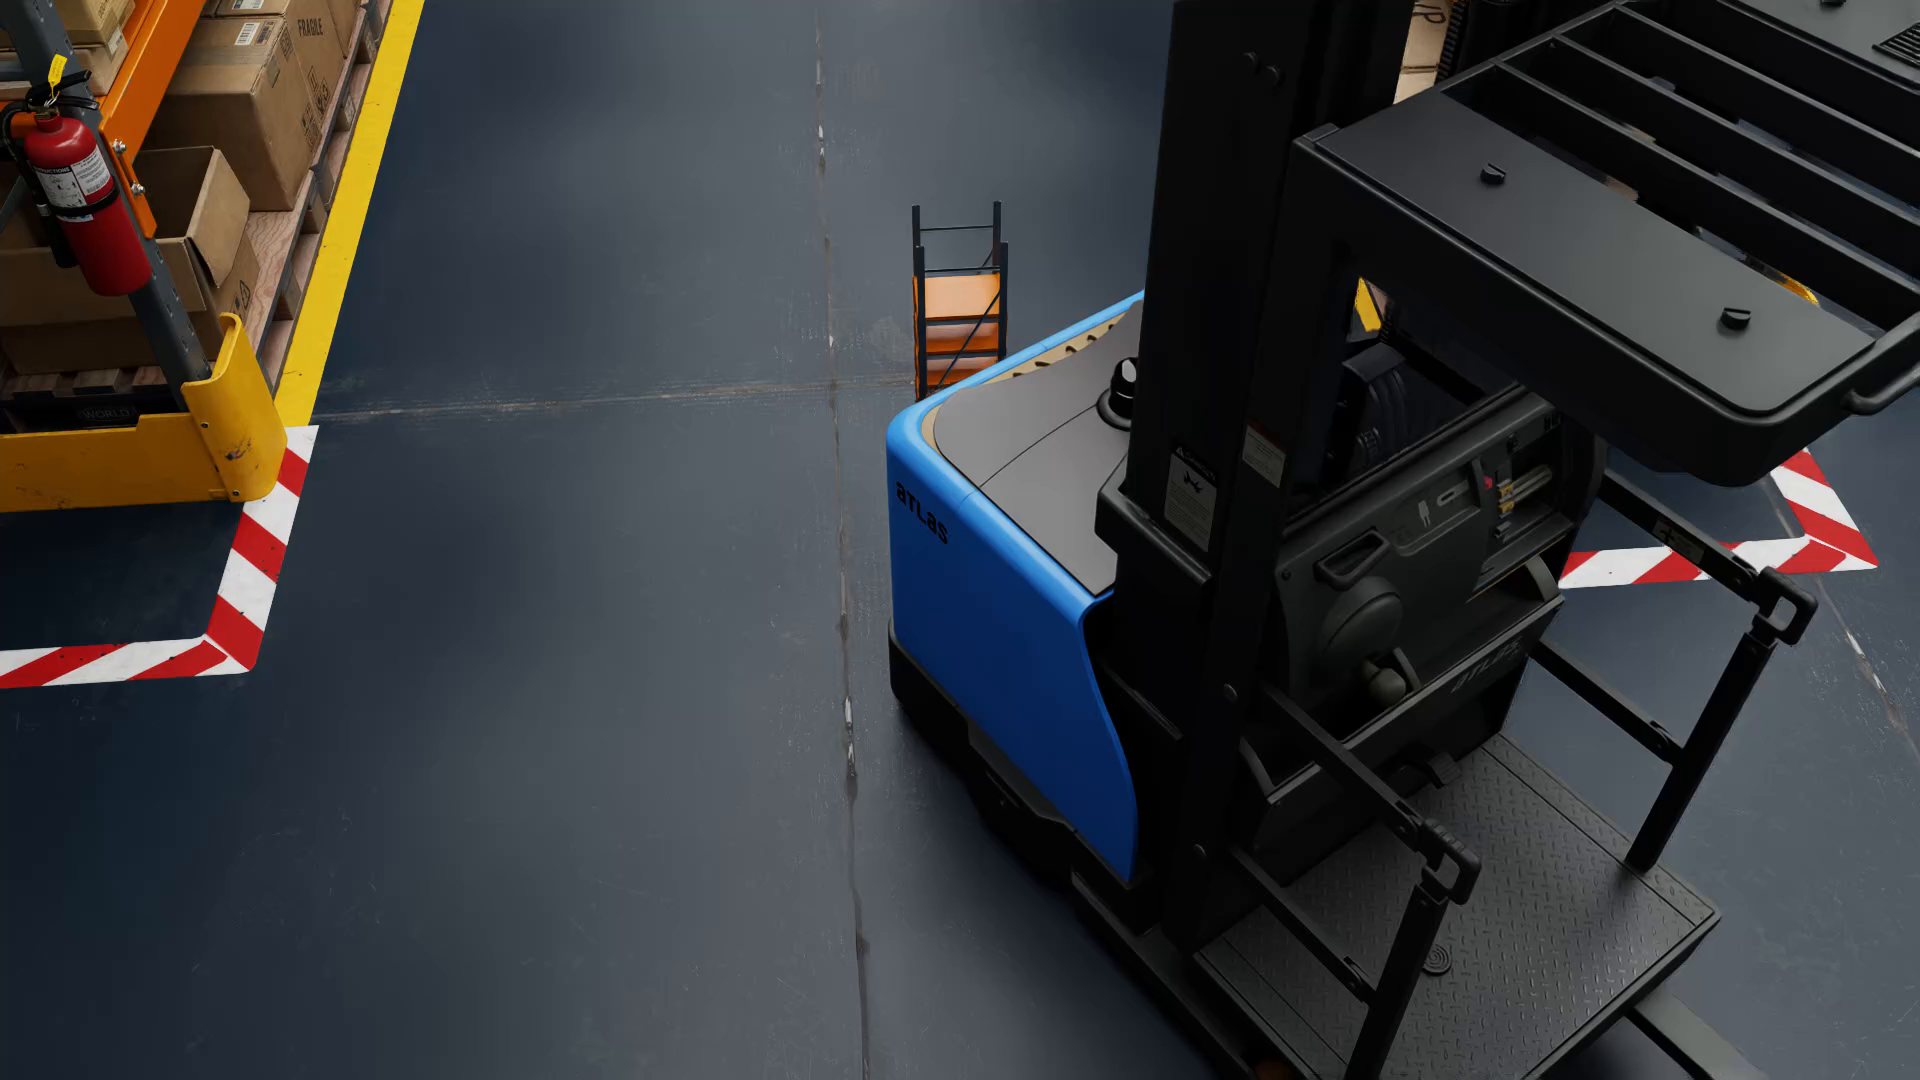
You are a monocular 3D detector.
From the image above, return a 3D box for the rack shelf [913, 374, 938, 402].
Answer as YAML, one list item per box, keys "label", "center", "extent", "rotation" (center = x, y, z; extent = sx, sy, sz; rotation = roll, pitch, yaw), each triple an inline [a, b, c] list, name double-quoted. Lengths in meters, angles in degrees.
- label: "rack shelf"
  center: [-0.001, -0.392, 4.857]
  extent: [0.258, 0.103, 0.180]
  rotation: [-3, 47, -3]

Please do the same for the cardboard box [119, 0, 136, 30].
- label: "cardboard box"
  center: [-2.639, -1.543, 4.819]
  extent: [0.380, 0.149, 0.250]
  rotation: [-2, 47, -2]

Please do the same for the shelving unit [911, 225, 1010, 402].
- label: "shelving unit"
  center: [-0.001, -0.424, 4.825]
  extent: [0.258, 1.046, 0.183]
  rotation: [-3, 47, -3]

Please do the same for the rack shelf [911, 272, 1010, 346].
- label: "rack shelf"
  center: [-0.001, -0.640, 4.595]
  extent: [0.258, 0.103, 0.180]
  rotation: [-3, 47, -3]

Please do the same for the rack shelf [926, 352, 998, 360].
- label: "rack shelf"
  center: [-0.001, -0.571, 4.668]
  extent: [0.199, 0.020, 0.166]
  rotation: [-3, 47, -3]

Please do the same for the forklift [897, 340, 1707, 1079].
- label: "forklift"
  center: [14.940, -5.749, 4.497]
  extent: [29.450, 9.000, 11.285]
  rotation: [-29, 53, -24]

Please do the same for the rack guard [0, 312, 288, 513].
- label: "rack guard"
  center: [-2.824, -0.389, 5.274]
  extent: [1.175, 0.500, 0.348]
  rotation: [-3, 47, -3]

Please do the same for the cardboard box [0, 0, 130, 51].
- label: "cardboard box"
  center: [-2.587, -1.589, 4.588]
  extent: [0.500, 0.250, 0.500]
  rotation: [-3, 47, -3]

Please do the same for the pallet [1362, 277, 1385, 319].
- label: "pallet"
  center: [1.984, -1.113, 6.159]
  extent: [1.003, 0.211, 1.213]
  rotation: [-3, 47, -3]

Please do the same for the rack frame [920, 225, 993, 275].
- label: "rack frame"
  center: [-0.010, -0.489, 4.887]
  extent: [0.228, 1.046, 0.002]
  rotation: [-3, 47, -3]

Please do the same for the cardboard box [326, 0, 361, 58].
- label: "cardboard box"
  center: [-2.894, -2.299, 6.794]
  extent: [0.700, 0.500, 0.500]
  rotation: [-5, 47, -5]

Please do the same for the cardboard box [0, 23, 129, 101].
- label: "cardboard box"
  center: [-2.572, -1.362, 4.647]
  extent: [0.380, 0.149, 0.250]
  rotation: [-4, 47, -4]

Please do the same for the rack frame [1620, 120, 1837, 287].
- label: "rack frame"
  center: [2.128, -1.498, 4.603]
  extent: [1.000, 3.000, 0.127]
  rotation: [-3, 47, -3]

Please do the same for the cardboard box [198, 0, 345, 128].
- label: "cardboard box"
  center: [-2.752, -1.936, 6.450]
  extent: [0.500, 0.500, 0.500]
  rotation: [-3, 47, -3]

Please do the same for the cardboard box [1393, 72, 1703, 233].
- label: "cardboard box"
  center: [1.974, -1.233, 5.827]
  extent: [0.875, 0.438, 0.875]
  rotation: [-5, 47, -5]

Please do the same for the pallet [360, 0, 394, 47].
- label: "pallet"
  center: [-3.096, -2.632, 7.598]
  extent: [1.003, 0.211, 1.213]
  rotation: [-3, 47, -3]

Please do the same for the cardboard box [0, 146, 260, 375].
- label: "cardboard box"
  center: [-2.774, -0.928, 5.493]
  extent: [0.797, 0.503, 0.637]
  rotation: [-5, 47, -5]

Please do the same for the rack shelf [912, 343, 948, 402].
- label: "rack shelf"
  center: [-0.001, -0.475, 4.769]
  extent: [0.258, 0.103, 0.180]
  rotation: [-3, 47, -3]
